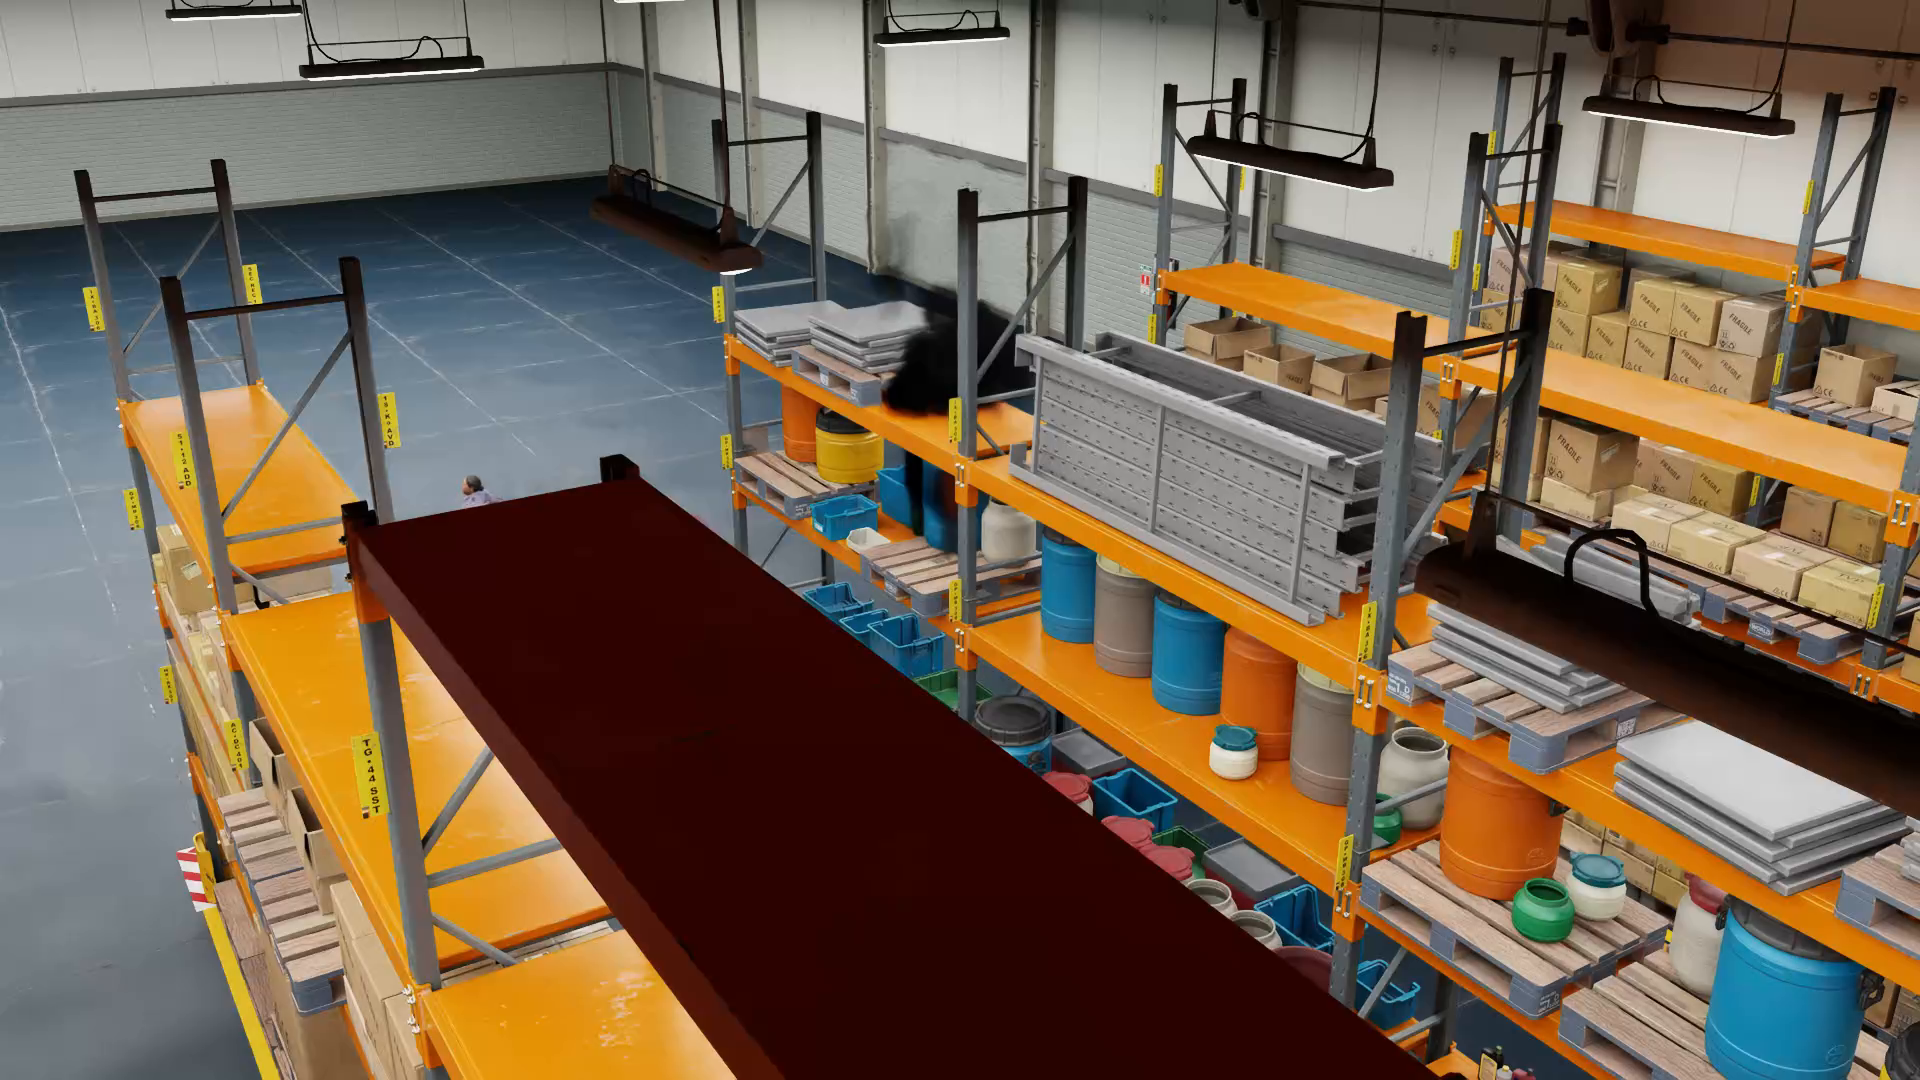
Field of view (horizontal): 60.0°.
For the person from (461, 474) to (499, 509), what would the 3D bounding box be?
[{"bbox_3d":[-5.583,0.020,19.175,0.623,1.616,0.594,-5,22,-13],"label":"person"}]
